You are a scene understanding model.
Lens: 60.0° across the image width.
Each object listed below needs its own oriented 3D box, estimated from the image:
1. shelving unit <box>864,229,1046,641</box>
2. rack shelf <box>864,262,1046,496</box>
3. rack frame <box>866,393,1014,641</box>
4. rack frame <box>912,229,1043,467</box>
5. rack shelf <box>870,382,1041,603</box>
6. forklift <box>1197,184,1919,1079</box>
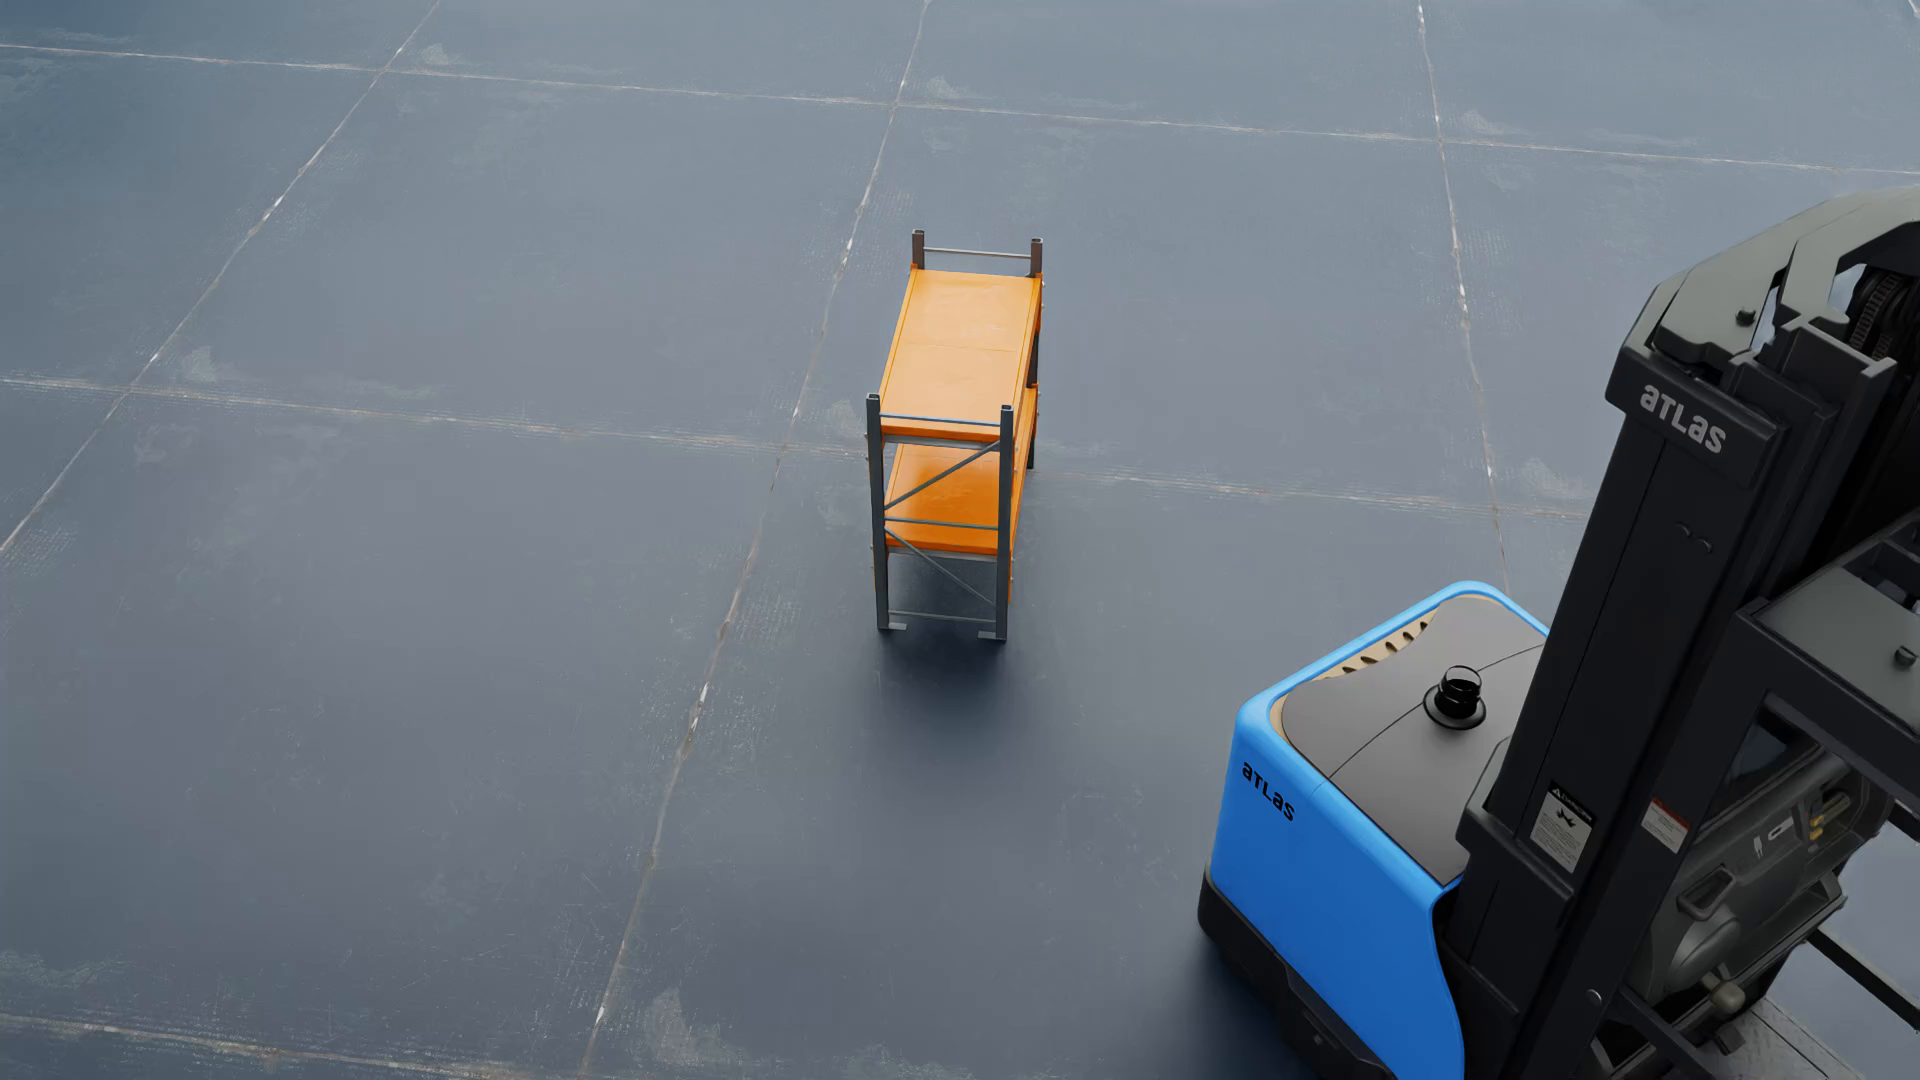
[{"bbox_3d":[-0.001,-0.404,6.358,0.538,1.125,1.048,5,44,6],"label":"shelving unit"},{"bbox_3d":[-0.001,-0.616,6.157,0.538,0.278,1.000,5,44,6],"label":"rack shelf"},{"bbox_3d":[-0.068,-0.057,5.992,0.500,1.125,0.032,5,44,6],"label":"rack frame"},{"bbox_3d":[0.066,-0.750,6.724,0.500,1.125,0.032,5,44,6],"label":"rack frame"},{"bbox_3d":[-0.001,-0.226,6.526,0.538,0.278,1.000,5,44,6],"label":"rack shelf"},{"bbox_3d":[2.014,0.838,3.733,1.130,2.935,3.031,-25,49,-24],"label":"forklift"}]
